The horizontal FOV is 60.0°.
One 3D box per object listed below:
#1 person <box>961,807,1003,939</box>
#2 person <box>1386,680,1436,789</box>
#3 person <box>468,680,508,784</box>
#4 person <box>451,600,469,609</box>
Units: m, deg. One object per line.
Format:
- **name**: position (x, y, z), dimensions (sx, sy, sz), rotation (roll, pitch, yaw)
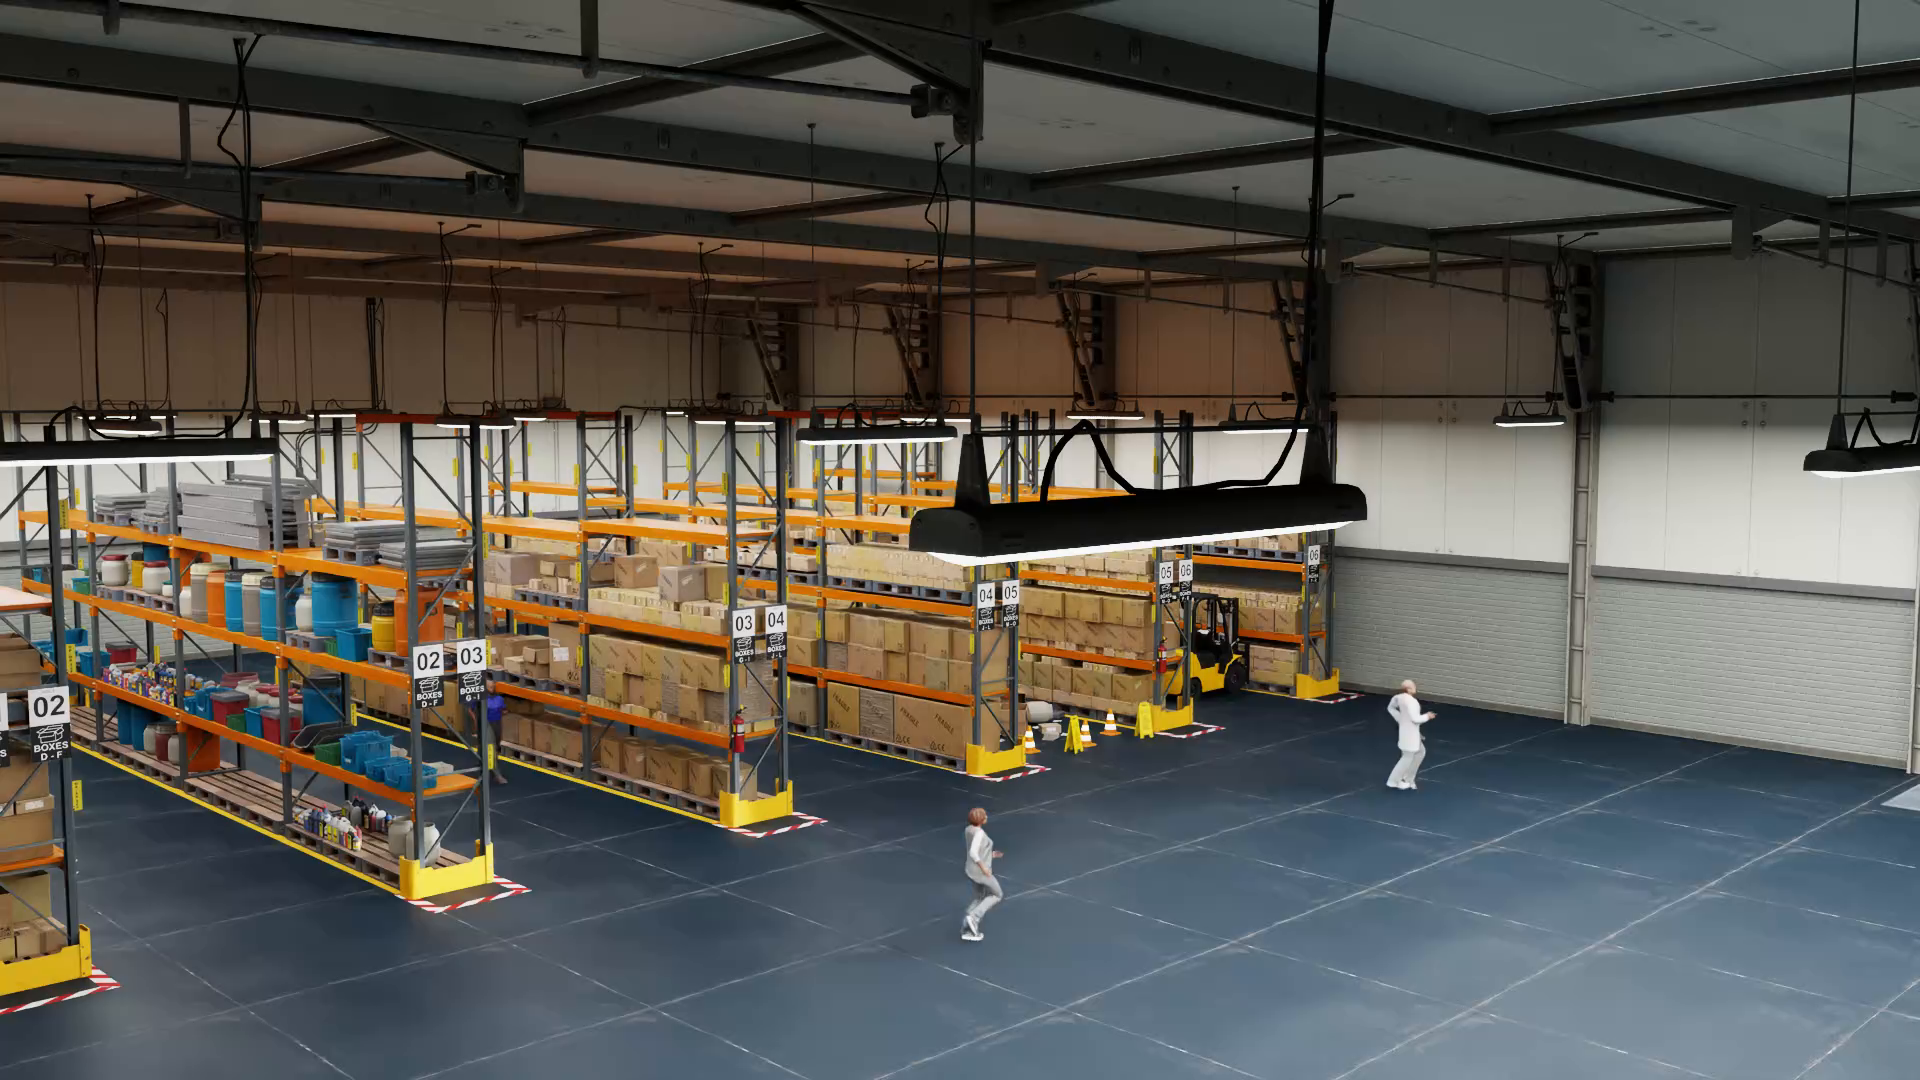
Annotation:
- **person**: position (0.265, 3.881, 19.326), dimensions (0.549, 1.538, 0.522), rotation (-2, 5, -24)
- **person**: position (7.229, 3.141, 26.666), dimensions (0.755, 1.814, 0.688), rotation (0, 5, 3)
- **person**: position (-7.703, 3.113, 27.310), dimensions (0.941, 1.644, 0.574), rotation (4, 6, 40)
- **person**: position (-12.085, 2.077, 39.788), dimensions (0.633, 1.632, 0.814), rotation (4, 6, 36)
